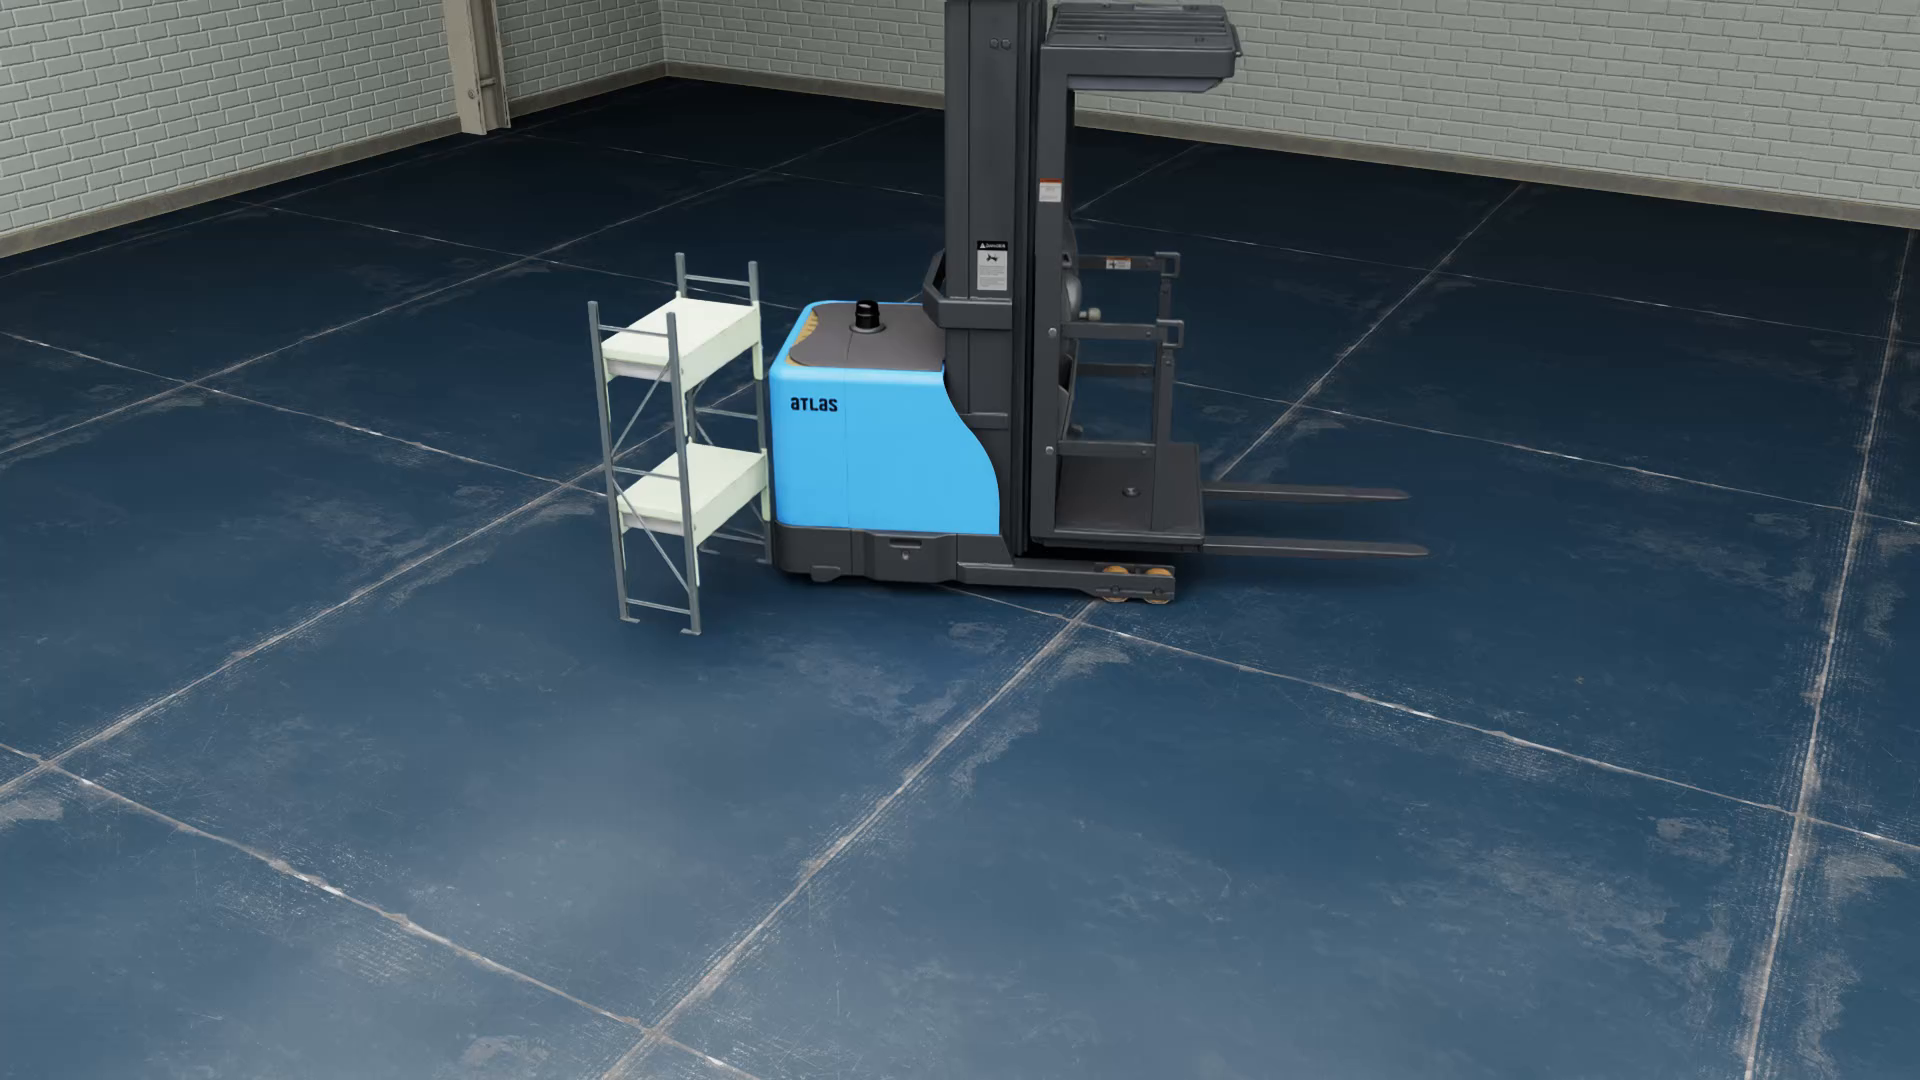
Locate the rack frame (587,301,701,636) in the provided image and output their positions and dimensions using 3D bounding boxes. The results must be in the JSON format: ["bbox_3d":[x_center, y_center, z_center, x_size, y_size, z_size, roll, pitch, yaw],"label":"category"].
[{"bbox_3d":[-1.345,-0.281,7.137,0.400,1.500,0.023,10,28,18],"label":"rack frame"}]

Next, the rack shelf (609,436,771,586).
[{"bbox_3d":[-1.217,-0.143,7.589,0.431,0.370,0.720,10,28,18],"label":"rack shelf"}]

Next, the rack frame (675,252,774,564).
[{"bbox_3d":[-1.088,-0.588,7.750,0.400,1.500,0.023,10,28,18],"label":"rack frame"}]

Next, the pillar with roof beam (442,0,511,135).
[{"bbox_3d":[-0.898,-7.099,12.379,9.100,9.000,0.400,14,30,26],"label":"pillar with roof beam"}]

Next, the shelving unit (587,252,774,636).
[{"bbox_3d":[-1.217,-0.435,7.443,0.431,1.500,0.755,10,28,18],"label":"shelving unit"}]

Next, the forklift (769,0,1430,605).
[{"bbox_3d":[0.681,-1.263,7.498,3.031,2.935,1.130,3,27,5],"label":"forklift"}]

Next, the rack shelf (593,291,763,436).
[{"bbox_3d":[-1.217,-0.784,7.268,0.431,0.370,0.720,10,28,18],"label":"rack shelf"}]
